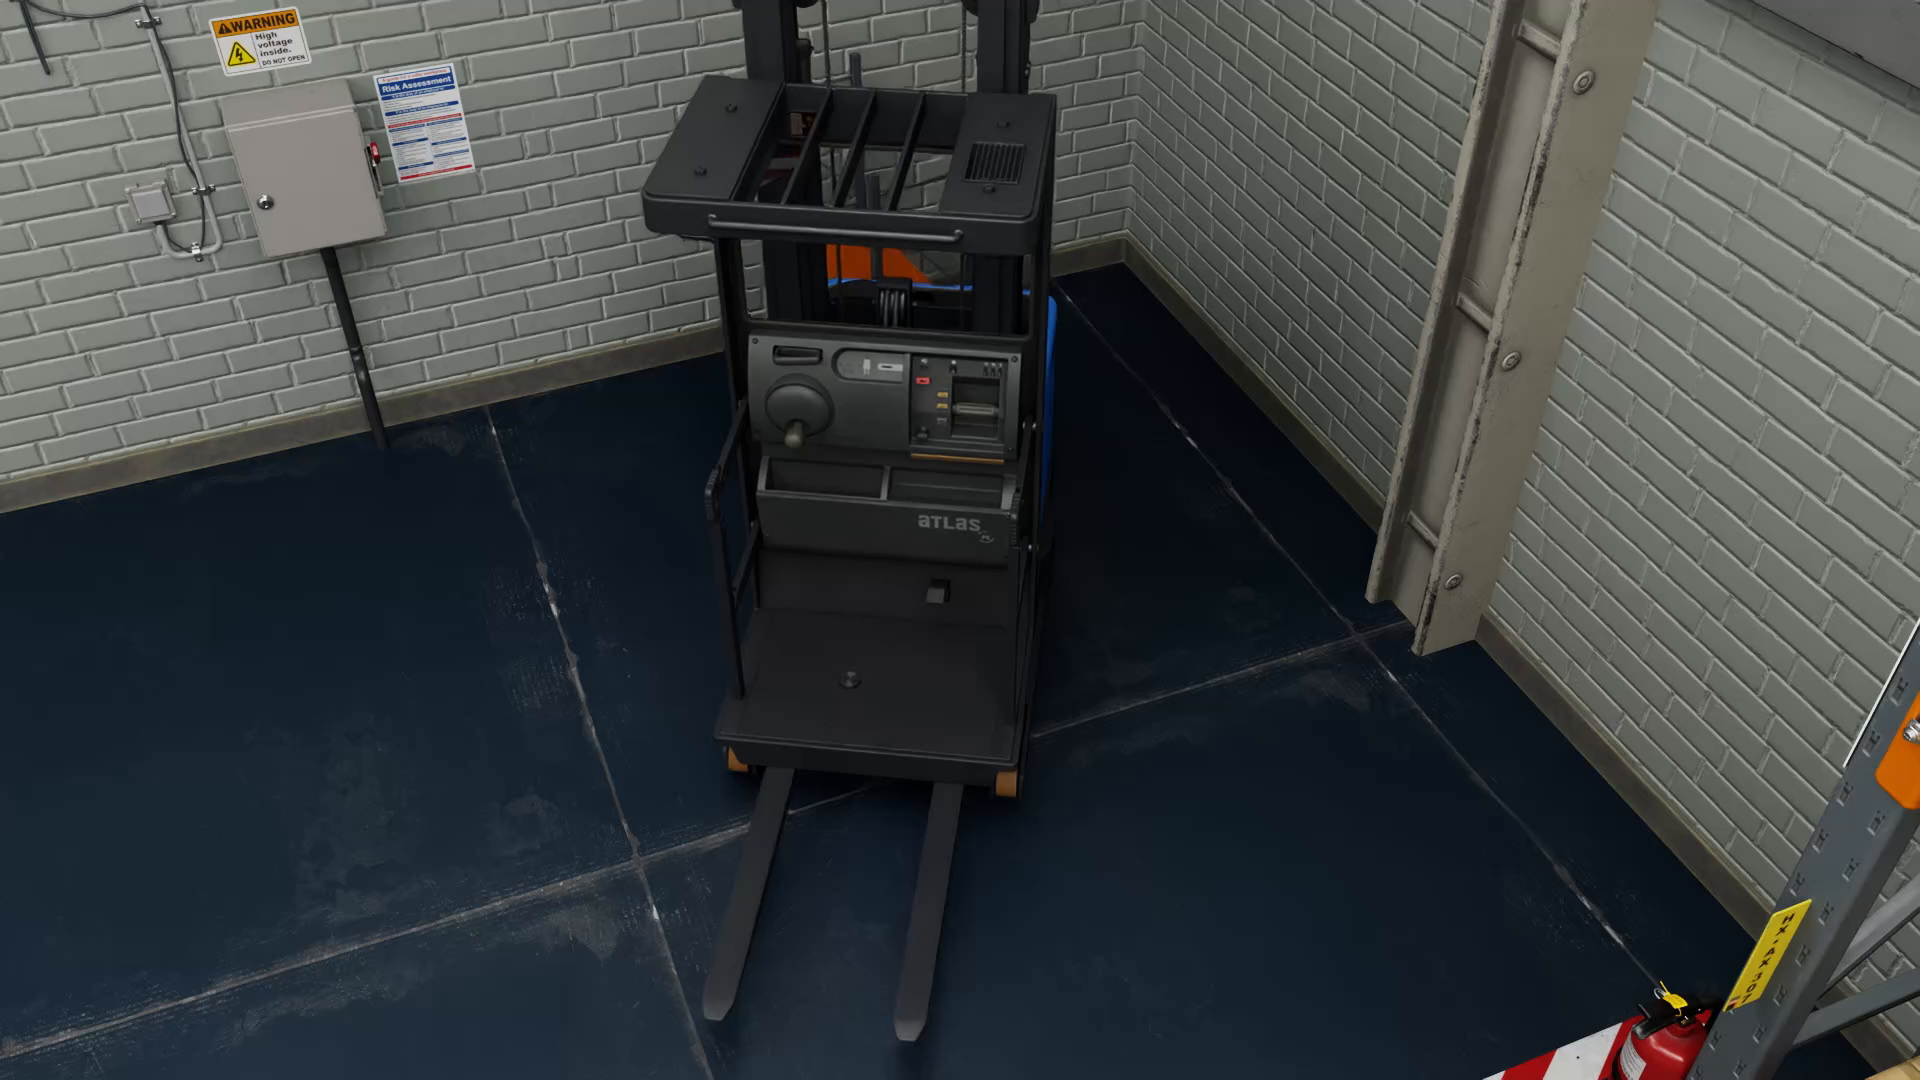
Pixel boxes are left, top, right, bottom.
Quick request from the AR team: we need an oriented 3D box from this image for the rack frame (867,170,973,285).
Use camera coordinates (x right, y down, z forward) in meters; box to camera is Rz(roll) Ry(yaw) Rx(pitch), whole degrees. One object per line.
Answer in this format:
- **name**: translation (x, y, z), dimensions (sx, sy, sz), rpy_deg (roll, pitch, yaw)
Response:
- **rack frame**: translation (-0.149, -0.977, 7.236), dimensions (0.500, 1.500, 0.032), rpy_deg (-21, 45, -23)

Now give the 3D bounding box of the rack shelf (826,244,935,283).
- **rack shelf**: translation (-0.410, -1.125, 7.684), dimensions (0.538, 0.185, 1.000), rpy_deg (-21, 45, -23)

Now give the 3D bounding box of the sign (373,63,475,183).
- **sign**: translation (-2.278, -1.774, 7.085), dimensions (0.329, 0.494, 0.001), rpy_deg (-15, 43, -17)

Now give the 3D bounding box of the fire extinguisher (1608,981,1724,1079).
- **fire extinguisher**: translation (1.629, 1.222, 3.873), dimensions (0.296, 0.674, 0.183), rpy_deg (-15, 43, -17)

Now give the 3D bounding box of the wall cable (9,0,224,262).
- **wall cable**: translation (-3.346, -1.872, 6.347), dimensions (0.588, 1.984, 0.122), rpy_deg (-15, 43, -17)

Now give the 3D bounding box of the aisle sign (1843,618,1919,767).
- **aisle sign**: translation (1.815, 0.071, 2.873), dimensions (0.394, 0.787, 0.004), rpy_deg (-15, 43, -17)

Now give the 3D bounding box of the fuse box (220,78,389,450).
- **fuse box**: translation (-2.655, -1.073, 7.186), dimensions (0.539, 1.711, 0.414), rpy_deg (-15, 43, -17)

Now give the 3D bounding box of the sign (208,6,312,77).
- **sign**: translation (-2.785, -1.986, 6.625), dimensions (0.339, 0.242, 0.001), rpy_deg (-15, 43, -17)

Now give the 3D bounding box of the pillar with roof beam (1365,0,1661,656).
- **pillar with roof beam**: translation (-2.064, -2.025, 2.703), dimensions (9.100, 9.000, 0.400), rpy_deg (-15, 43, -17)

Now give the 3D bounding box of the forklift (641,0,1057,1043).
- **forklift**: translation (-0.282, -0.405, 5.473), dimensions (1.130, 2.935, 3.031), rpy_deg (5, 41, 5)

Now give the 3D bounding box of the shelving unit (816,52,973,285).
- **shelving unit**: translation (-0.415, -1.267, 7.573), dimensions (0.587, 1.500, 1.083), rpy_deg (-21, 45, -23)

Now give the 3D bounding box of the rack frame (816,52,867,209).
- **rack frame**: translation (-0.671, -1.546, 7.898), dimensions (0.500, 1.500, 0.032), rpy_deg (-21, 45, -23)

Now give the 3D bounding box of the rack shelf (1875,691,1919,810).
- **rack shelf**: translation (2.877, 1.365, 1.613), dimensions (1.077, 0.370, 4.000), rpy_deg (-15, 43, -17)

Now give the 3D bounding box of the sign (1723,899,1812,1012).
- **sign**: translation (1.611, 0.832, 3.318), dimensions (0.100, 0.325, 0.005), rpy_deg (-15, 43, -17)
